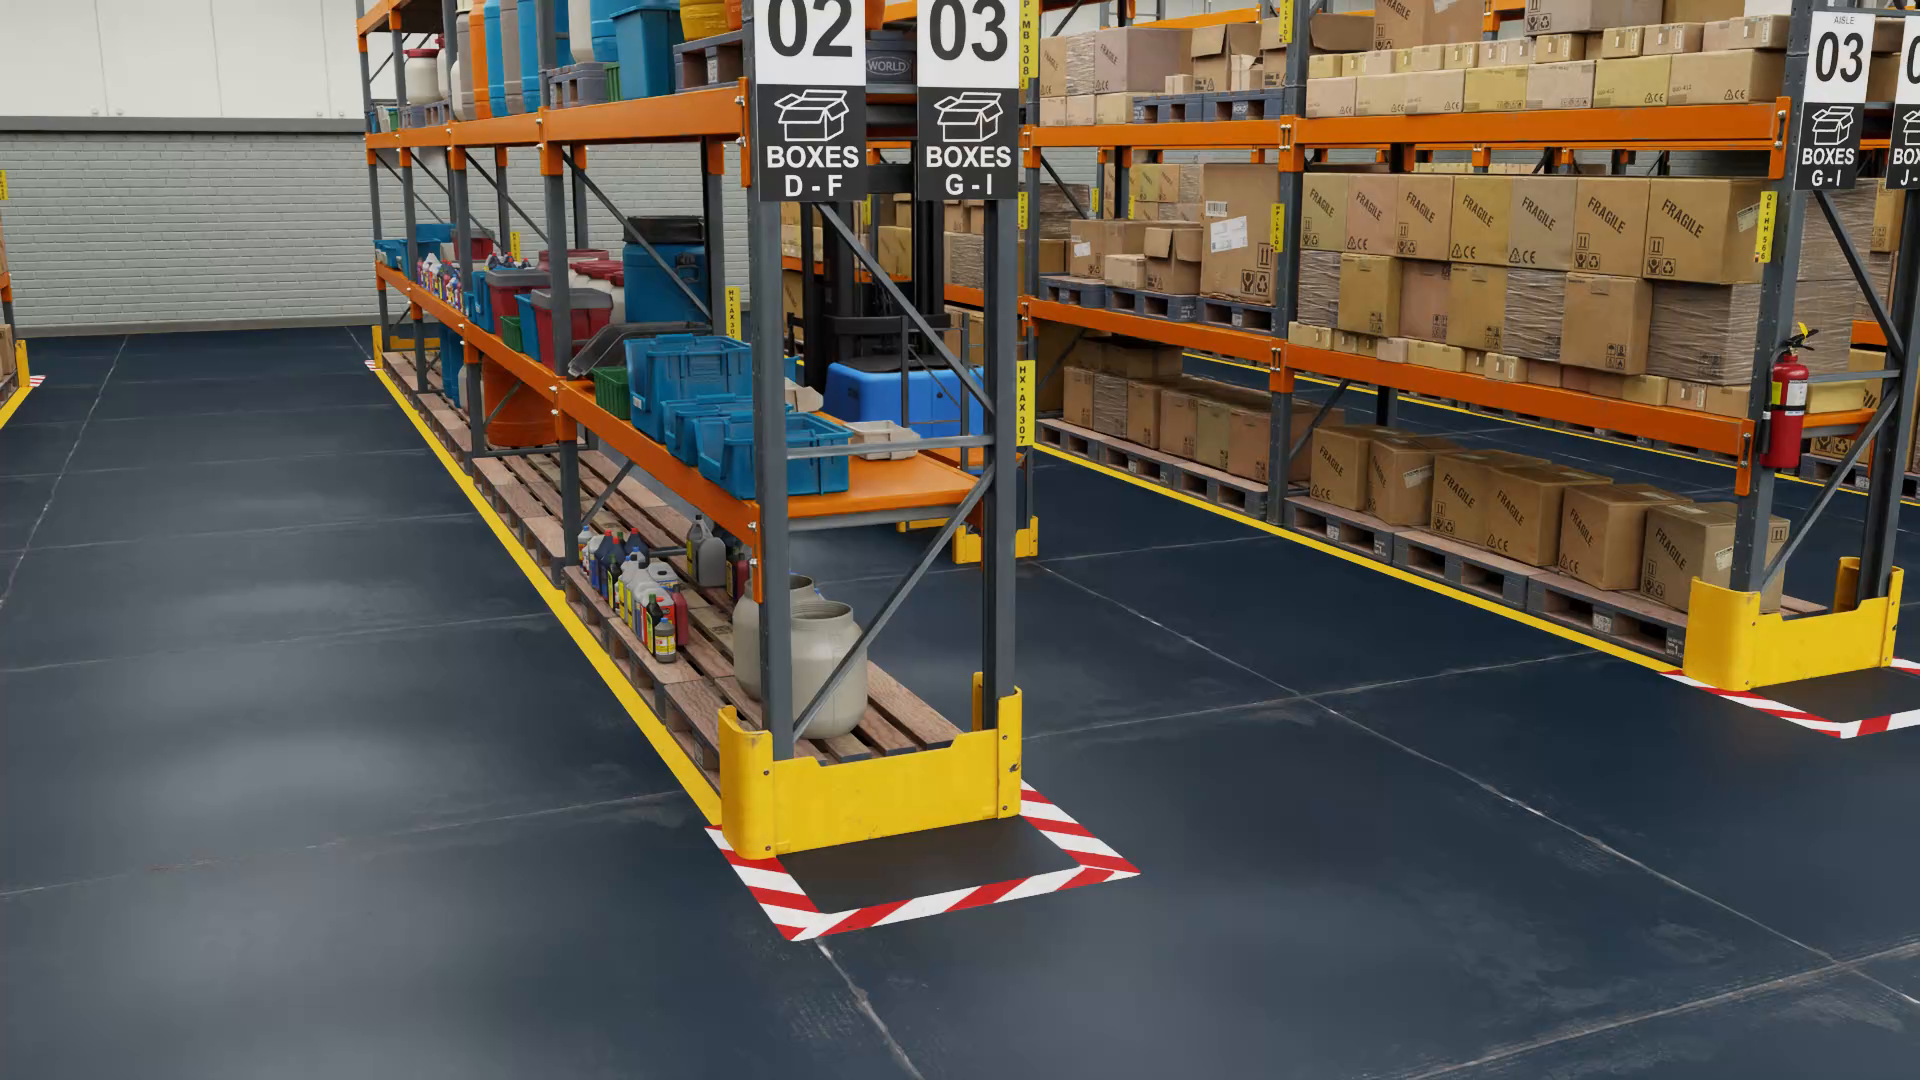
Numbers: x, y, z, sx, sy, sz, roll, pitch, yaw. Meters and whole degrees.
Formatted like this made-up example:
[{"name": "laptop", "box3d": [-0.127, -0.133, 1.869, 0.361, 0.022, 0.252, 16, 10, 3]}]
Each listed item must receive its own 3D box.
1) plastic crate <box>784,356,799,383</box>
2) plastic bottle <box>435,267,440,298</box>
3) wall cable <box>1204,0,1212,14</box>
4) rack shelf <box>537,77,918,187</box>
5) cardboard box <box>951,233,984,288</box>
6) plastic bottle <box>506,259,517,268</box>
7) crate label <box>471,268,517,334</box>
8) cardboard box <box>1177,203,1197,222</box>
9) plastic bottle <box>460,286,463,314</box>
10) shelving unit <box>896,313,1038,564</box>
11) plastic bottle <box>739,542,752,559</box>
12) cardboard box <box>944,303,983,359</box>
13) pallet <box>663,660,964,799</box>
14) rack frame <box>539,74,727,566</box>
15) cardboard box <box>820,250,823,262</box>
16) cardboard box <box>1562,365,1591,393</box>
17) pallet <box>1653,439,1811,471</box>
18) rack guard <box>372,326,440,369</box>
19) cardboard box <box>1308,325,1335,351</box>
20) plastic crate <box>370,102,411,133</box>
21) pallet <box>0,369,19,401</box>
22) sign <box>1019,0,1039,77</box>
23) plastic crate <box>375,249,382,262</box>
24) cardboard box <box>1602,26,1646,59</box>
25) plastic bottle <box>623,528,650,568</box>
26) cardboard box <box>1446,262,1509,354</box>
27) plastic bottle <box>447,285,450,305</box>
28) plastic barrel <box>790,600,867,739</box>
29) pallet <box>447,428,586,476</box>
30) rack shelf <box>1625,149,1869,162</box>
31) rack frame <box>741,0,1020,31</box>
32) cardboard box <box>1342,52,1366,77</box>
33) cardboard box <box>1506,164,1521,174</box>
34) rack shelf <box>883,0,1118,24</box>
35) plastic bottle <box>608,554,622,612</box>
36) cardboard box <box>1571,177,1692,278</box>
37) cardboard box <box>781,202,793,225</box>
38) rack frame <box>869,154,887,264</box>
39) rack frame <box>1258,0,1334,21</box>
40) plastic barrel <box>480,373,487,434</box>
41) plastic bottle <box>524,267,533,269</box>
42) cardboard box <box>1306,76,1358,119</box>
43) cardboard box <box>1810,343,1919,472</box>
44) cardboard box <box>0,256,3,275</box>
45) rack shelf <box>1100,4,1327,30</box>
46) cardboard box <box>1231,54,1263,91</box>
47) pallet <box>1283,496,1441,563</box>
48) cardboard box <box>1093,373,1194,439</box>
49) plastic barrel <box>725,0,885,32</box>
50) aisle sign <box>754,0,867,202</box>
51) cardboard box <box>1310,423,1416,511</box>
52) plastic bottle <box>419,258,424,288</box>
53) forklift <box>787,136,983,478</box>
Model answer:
[{"name": "plastic crate", "box3d": [-1.176, -0.889, 8.887, 0.499, 0.251, 0.616, -6, 14, -23]}, {"name": "plastic bottle", "box3d": [-4.713, -2.339, 15.111, 0.097, 0.271, 0.097, 0, 13, 0]}, {"name": "wall cable", "box3d": [4.406, -9.059, 30.555, 0.463, 3.000, 0.029, -6, 14, -23]}, {"name": "rack shelf", "box3d": [-1.067, -1.863, 7.709, 1.077, 0.370, 4.000, -6, 14, -23]}, {"name": "cardboard box", "box3d": [0.237, -2.778, 16.498, 0.500, 0.500, 0.500, -6, 14, -25]}, {"name": "plastic bottle", "box3d": [-4.049, -2.364, 15.043, 0.144, 0.351, 0.185, -6, 14, -23]}, {"name": "crate label", "box3d": [-3.321, -1.779, 12.326, 0.502, 0.435, 0.616, -6, 14, -23]}, {"name": "cardboard box", "box3d": [3.193, -4.171, 21.857, 0.500, 0.500, 0.500, -6, 14, -23]}, {"name": "plastic bottle", "box3d": [-4.024, -1.980, 13.530, 0.061, 0.283, 0.133, -6, 14, -23]}, {"name": "shelving unit", "box3d": [0.031, -0.715, 11.133, 0.587, 1.500, 1.083, -6, 14, -23]}, {"name": "plastic bottle", "box3d": [-1.140, 0.124, 9.079, 0.144, 0.351, 0.185, -6, 14, -23]}, {"name": "cardboard box", "box3d": [0.460, -1.938, 16.870, 1.225, 0.875, 0.875, -6, 14, -23]}, {"name": "pallet", "box3d": [-0.660, 0.840, 7.272, 1.003, 0.211, 1.213, -6, 14, -23]}, {"name": "rack frame", "box3d": [-1.868, -1.165, 9.752, 1.000, 3.000, 0.127, -6, 14, -23]}, {"name": "cardboard box", "box3d": [-1.472, -3.442, 20.146, 0.380, 0.149, 0.250, -6, 14, -24]}, {"name": "cardboard box", "box3d": [3.574, -0.911, 9.211, 0.380, 0.149, 0.250, -6, 14, -23]}, {"name": "pallet", "box3d": [6.877, -0.834, 14.504, 1.003, 0.211, 1.213, -6, 14, -23]}, {"name": "rack guard", "box3d": [-6.697, -2.430, 20.762, 1.175, 0.500, 0.348, -6, 14, -23]}, {"name": "cardboard box", "box3d": [2.569, -1.366, 11.175, 0.380, 0.149, 0.250, -6, 14, -23]}, {"name": "plastic crate", "box3d": [-6.315, -4.735, 18.661, 0.504, 0.338, 0.767, -6, 14, -23]}, {"name": "pallet", "box3d": [-10.865, -1.659, 18.069, 1.003, 0.211, 1.213, -6, 14, -23]}, {"name": "sign", "box3d": [0.240, -1.853, 6.053, 0.100, 0.325, 0.005, -6, 14, -23]}, {"name": "plastic crate", "box3d": [-6.825, -3.391, 19.819, 0.250, 0.136, 0.298, -6, 14, -23]}, {"name": "cardboard box", "box3d": [3.546, -2.559, 8.568, 0.380, 0.149, 0.250, -6, 14, -23]}, {"name": "plastic bottle", "box3d": [-1.793, 0.102, 9.175, 0.144, 0.351, 0.185, -6, 14, -23]}, {"name": "cardboard box", "box3d": [3.416, -1.400, 9.884, 0.875, 0.500, 0.500, -6, 14, -23]}, {"name": "plastic bottle", "box3d": [-4.380, -2.134, 14.377, 0.097, 0.201, 0.097, 0, 13, 0]}, {"name": "plastic barrel", "box3d": [-0.600, 0.540, 6.972, 0.421, 0.512, 0.421, 0, 13, 0]}, {"name": "pallet", "box3d": [-3.825, -0.792, 14.324, 1.003, 0.211, 1.213, -6, 14, -23]}, {"name": "rack shelf", "box3d": [12.291, -6.134, 26.162, 1.077, 0.370, 4.000, -6, 14, -23]}, {"name": "rack frame", "box3d": [-0.266, -3.261, 5.505, 1.000, 3.000, 0.127, -6, 14, -23]}, {"name": "cardboard box", "box3d": [2.687, -3.051, 10.697, 0.380, 0.149, 0.250, -6, 14, -26]}, {"name": "cardboard box", "box3d": [7.915, -5.215, 23.370, 0.380, 0.149, 0.250, -6, 14, -23]}, {"name": "rack shelf", "box3d": [0.266, -5.230, 16.490, 1.077, 0.370, 4.000, -6, 14, -23]}, {"name": "plastic bottle", "box3d": [-1.822, 0.225, 8.794, 0.061, 0.283, 0.133, -5, 14, -20]}, {"name": "cardboard box", "box3d": [3.620, -1.661, 8.795, 0.500, 0.500, 0.500, -6, 14, -23]}, {"name": "cardboard box", "box3d": [-1.992, -4.302, 21.315, 0.500, 0.500, 0.500, -6, 14, -24]}, {"name": "rack frame", "box3d": [-0.535, -3.265, 18.826, 1.000, 3.000, 0.127, -6, 14, -23]}, {"name": "rack frame", "box3d": [4.050, -6.615, 19.995, 1.000, 3.000, 0.127, -6, 14, -23]}, {"name": "plastic barrel", "box3d": [-3.990, -1.192, 14.455, 0.421, 0.512, 0.421, 0, 13, 0]}, {"name": "plastic bottle", "box3d": [-3.903, -2.336, 15.087, 0.152, 0.276, 0.135, -6, 14, -23]}, {"name": "cardboard box", "box3d": [2.615, -2.885, 10.862, 0.500, 0.250, 0.500, -6, 14, -25]}, {"name": "cardboard box", "box3d": [7.443, -1.073, 13.134, 0.875, 0.875, 0.875, -5, 14, -22]}, {"name": "cardboard box", "box3d": [-10.576, -3.072, 17.767, 0.500, 0.500, 0.500, -5, 14, -22]}, {"name": "rack shelf", "box3d": [3.249, -6.676, 21.862, 1.077, 0.370, 4.000, -6, 14, -23]}, {"name": "cardboard box", "box3d": [2.202, -3.398, 12.114, 0.396, 0.266, 0.258, -5, 14, -21]}, {"name": "pallet", "box3d": [2.971, -0.118, 11.413, 1.003, 0.211, 1.213, -6, 14, -23]}, {"name": "cardboard box", "box3d": [1.588, -1.185, 14.407, 0.700, 0.500, 0.500, -7, 15, -28]}, {"name": "plastic barrel", "box3d": [-0.577, -2.303, 6.131, 0.600, 0.830, 0.708, -6, 14, -23]}, {"name": "aisle sign", "box3d": [-0.509, -1.564, 5.708, 0.394, 0.787, 0.004, -6, 14, -23]}, {"name": "cardboard box", "box3d": [2.793, -0.513, 11.546, 0.500, 0.500, 0.500, -6, 14, -25]}, {"name": "plastic bottle", "box3d": [-5.264, -2.619, 16.293, 0.061, 0.283, 0.133, -6, 14, -23]}, {"name": "forklift", "box3d": [-0.772, -1.880, 12.993, 1.130, 2.935, 3.031, -5, 14, -22]}]
